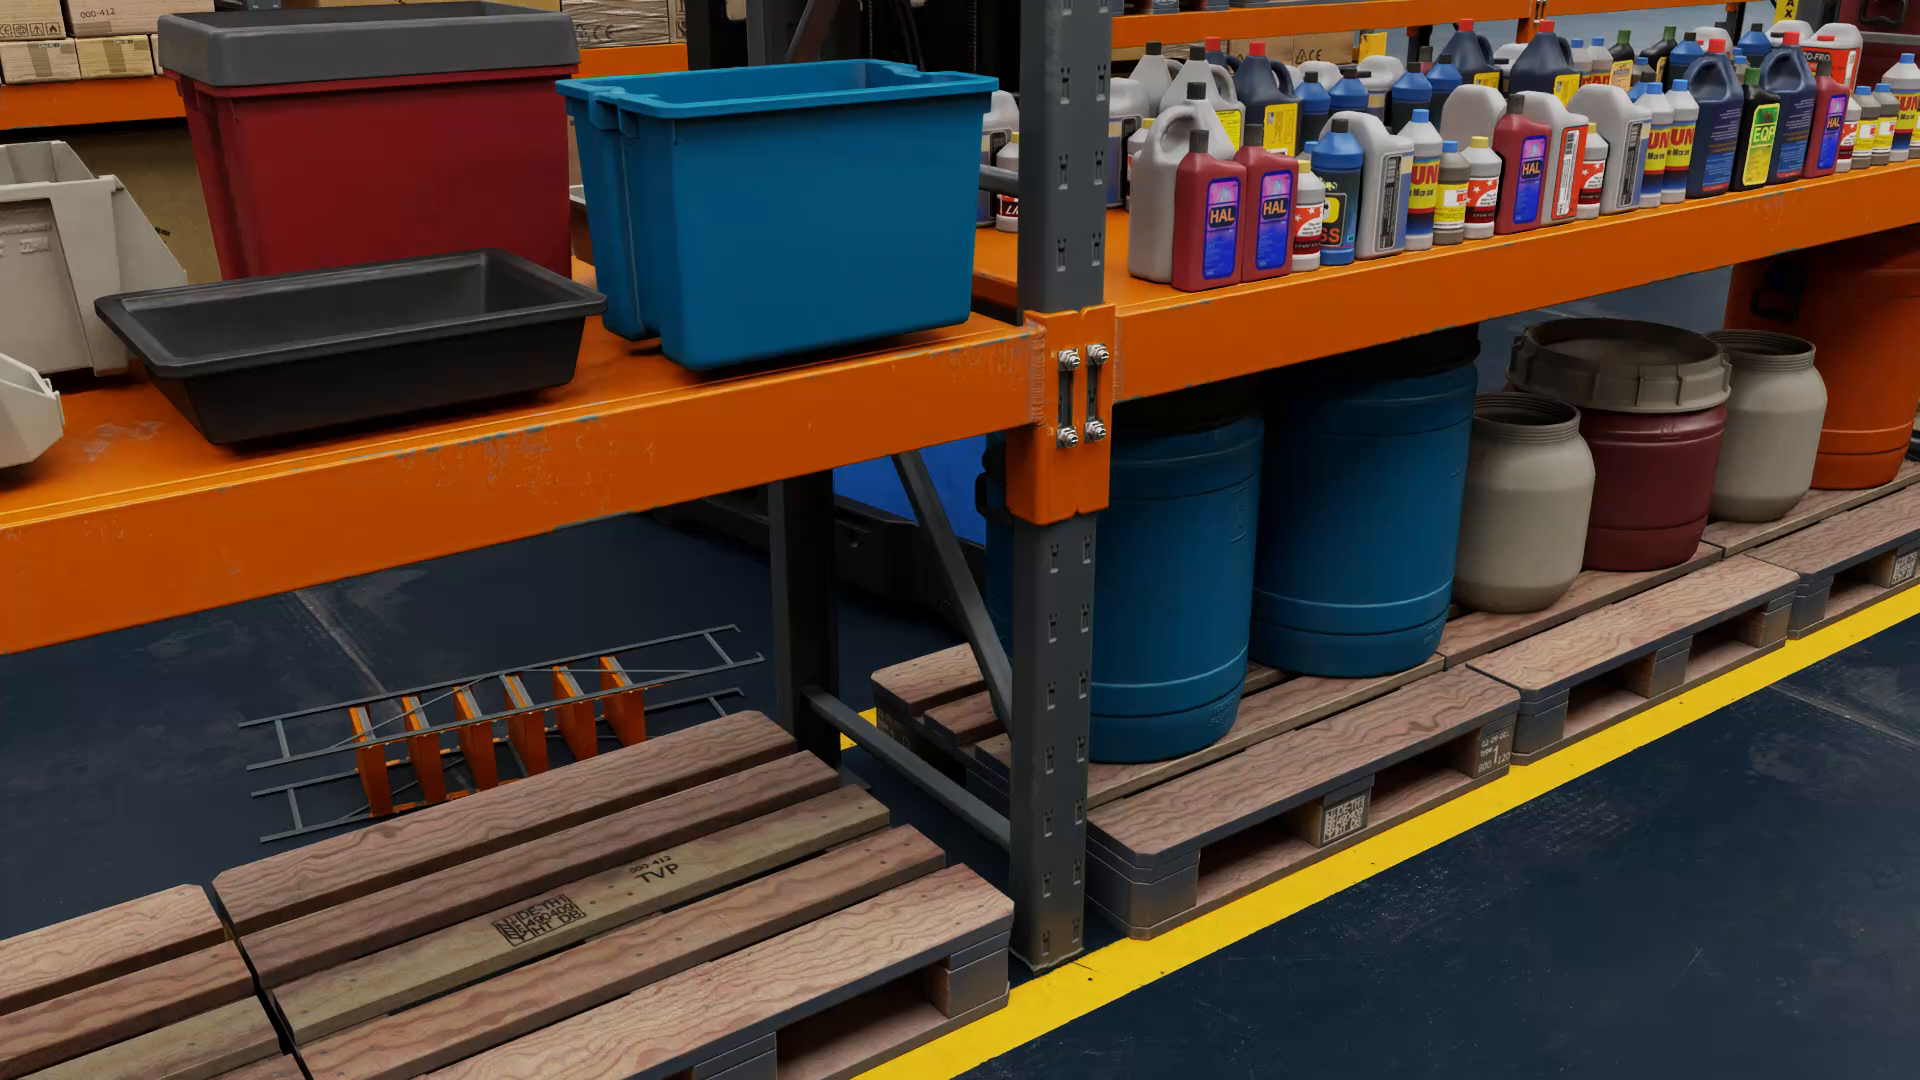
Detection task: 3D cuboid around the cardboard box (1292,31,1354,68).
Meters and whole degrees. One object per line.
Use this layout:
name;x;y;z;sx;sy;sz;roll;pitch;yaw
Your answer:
cardboard box;3.427;-5.345;17.043;0.875;0.875;0.875;-15;26;-33

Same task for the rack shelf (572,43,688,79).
rack shelf;-1.364;-2.290;8.059;4.000;0.370;1.077;-15;26;-33

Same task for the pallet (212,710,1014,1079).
pallet;-0.669;0.765;3.196;1.213;0.211;1.003;-15;26;-33

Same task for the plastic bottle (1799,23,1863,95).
plastic bottle;2.701;-1.467;5.194;0.135;0.276;0.152;-15;26;-33

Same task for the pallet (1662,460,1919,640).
pallet;2.537;-0.089;5.334;1.213;0.211;1.003;-15;26;-33

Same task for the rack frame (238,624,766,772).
rack frame;-1.072;0.363;3.976;1.200;0.006;0.240;-11;24;-24

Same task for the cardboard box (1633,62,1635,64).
cardboard box;4.773;-3.316;12.465;0.500;0.500;0.500;-18;28;-37

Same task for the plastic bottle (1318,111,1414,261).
plastic bottle;0.801;-0.709;3.292;0.135;0.276;0.152;-15;26;-33

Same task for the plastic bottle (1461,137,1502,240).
plastic bottle;1.069;-0.733;3.454;0.097;0.201;0.097;0;22;0

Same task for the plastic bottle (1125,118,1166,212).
plastic bottle;0.421;-0.837;3.715;0.097;0.201;0.097;0;22;0

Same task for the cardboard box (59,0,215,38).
cardboard box;-3.192;-2.085;6.376;0.500;0.250;0.500;-15;26;-34

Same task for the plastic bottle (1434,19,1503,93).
plastic bottle;1.355;-1.214;4.459;0.185;0.351;0.144;-15;26;-33

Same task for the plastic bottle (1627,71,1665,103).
plastic bottle;1.627;-0.980;3.979;0.097;0.271;0.097;0;22;0

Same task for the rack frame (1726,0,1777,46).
rack frame;6.754;-4.789;13.350;0.127;3.000;1.000;-15;26;-33

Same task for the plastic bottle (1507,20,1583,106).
plastic bottle;1.553;-1.198;4.417;0.185;0.351;0.144;-15;26;-33

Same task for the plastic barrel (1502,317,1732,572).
plastic barrel;1.848;-0.287;4.755;0.708;0.588;0.600;-15;26;-33

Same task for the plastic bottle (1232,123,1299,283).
plastic bottle;0.560;-0.627;3.078;0.133;0.283;0.061;-15;26;-33

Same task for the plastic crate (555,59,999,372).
plastic crate;-0.274;-0.518;2.588;0.575;0.384;0.392;-15;26;-33

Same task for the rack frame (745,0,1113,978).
rack frame;-0.095;-0.701;3.107;0.127;3.000;1.000;-15;26;-33

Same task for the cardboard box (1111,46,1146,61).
cardboard box;1.243;-4.760;15.579;0.875;0.875;0.875;-14;26;-32

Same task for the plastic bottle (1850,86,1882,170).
plastic bottle;2.307;-1.063;4.282;0.097;0.201;0.097;0;22;0

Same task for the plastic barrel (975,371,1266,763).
plastic barrel;0.357;-0.035;3.700;0.708;0.901;0.600;-15;26;-33

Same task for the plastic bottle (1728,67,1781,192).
plastic bottle;1.887;-0.981;3.965;0.133;0.283;0.061;-15;26;-33

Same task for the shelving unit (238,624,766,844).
shelving unit;-1.071;0.447;4.011;1.200;0.189;0.258;-11;24;-24

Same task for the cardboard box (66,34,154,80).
cardboard box;-3.253;-1.854;6.335;0.250;0.149;0.380;-14;26;-32

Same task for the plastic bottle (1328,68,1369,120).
plastic bottle;0.940;-1.008;4.049;0.097;0.271;0.097;0;22;0

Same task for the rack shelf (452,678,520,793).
rack shelf;-1.139;0.460;3.979;0.103;0.180;0.258;-11;24;-24

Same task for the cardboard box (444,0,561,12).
cardboard box;-2.060;-2.371;7.157;0.500;0.500;0.500;-15;26;-33

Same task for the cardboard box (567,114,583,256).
cardboard box;-1.755;-1.738;8.005;0.875;0.875;1.225;-16;27;-35

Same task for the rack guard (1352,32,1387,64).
rack guard;3.958;-5.147;17.621;0.348;0.500;1.175;-15;26;-33

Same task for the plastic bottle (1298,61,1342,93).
plastic bottle;0.852;-1.044;4.132;0.135;0.276;0.152;-15;26;-33

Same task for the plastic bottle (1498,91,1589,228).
plastic bottle;1.255;-0.830;3.596;0.135;0.276;0.152;-15;26;-33

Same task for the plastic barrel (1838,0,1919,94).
plastic barrel;3.352;-1.822;5.732;0.708;0.536;0.600;-15;26;-33

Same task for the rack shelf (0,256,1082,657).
rack shelf;-1.718;0.066;2.155;4.000;0.370;1.077;-15;26;-33

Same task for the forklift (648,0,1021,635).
forklift;-0.559;-1.536;5.292;3.031;2.935;1.130;19;29;40

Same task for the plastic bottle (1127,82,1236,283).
plastic bottle;0.413;-0.666;3.085;0.185;0.351;0.144;-15;26;-33

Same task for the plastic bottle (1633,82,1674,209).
plastic bottle;1.554;-0.895;3.765;0.097;0.271;0.097;0;22;0

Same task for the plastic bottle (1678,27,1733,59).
plastic bottle;2.237;-1.413;5.058;0.135;0.276;0.152;-15;26;-33

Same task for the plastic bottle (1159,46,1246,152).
plastic bottle;0.545;-0.933;3.753;0.185;0.351;0.144;-15;26;-33

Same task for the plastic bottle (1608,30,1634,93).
plastic bottle;1.914;-1.351;4.893;0.133;0.283;0.061;-15;26;-33

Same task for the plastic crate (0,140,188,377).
plastic crate;-1.442;-0.399;2.428;0.530;0.282;0.437;-15;26;-33

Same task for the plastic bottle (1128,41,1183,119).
plastic bottle;0.460;-0.976;3.861;0.185;0.351;0.144;-15;26;-33

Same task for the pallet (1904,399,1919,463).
pallet;3.804;-0.428;6.184;1.213;0.211;1.003;-15;26;-33

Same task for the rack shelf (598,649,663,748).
rack shelf;-0.816;0.399;4.127;0.103;0.180;0.258;-11;24;-24

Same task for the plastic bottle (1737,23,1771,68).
plastic bottle;2.502;-1.494;5.267;0.097;0.271;0.097;0;22;0
